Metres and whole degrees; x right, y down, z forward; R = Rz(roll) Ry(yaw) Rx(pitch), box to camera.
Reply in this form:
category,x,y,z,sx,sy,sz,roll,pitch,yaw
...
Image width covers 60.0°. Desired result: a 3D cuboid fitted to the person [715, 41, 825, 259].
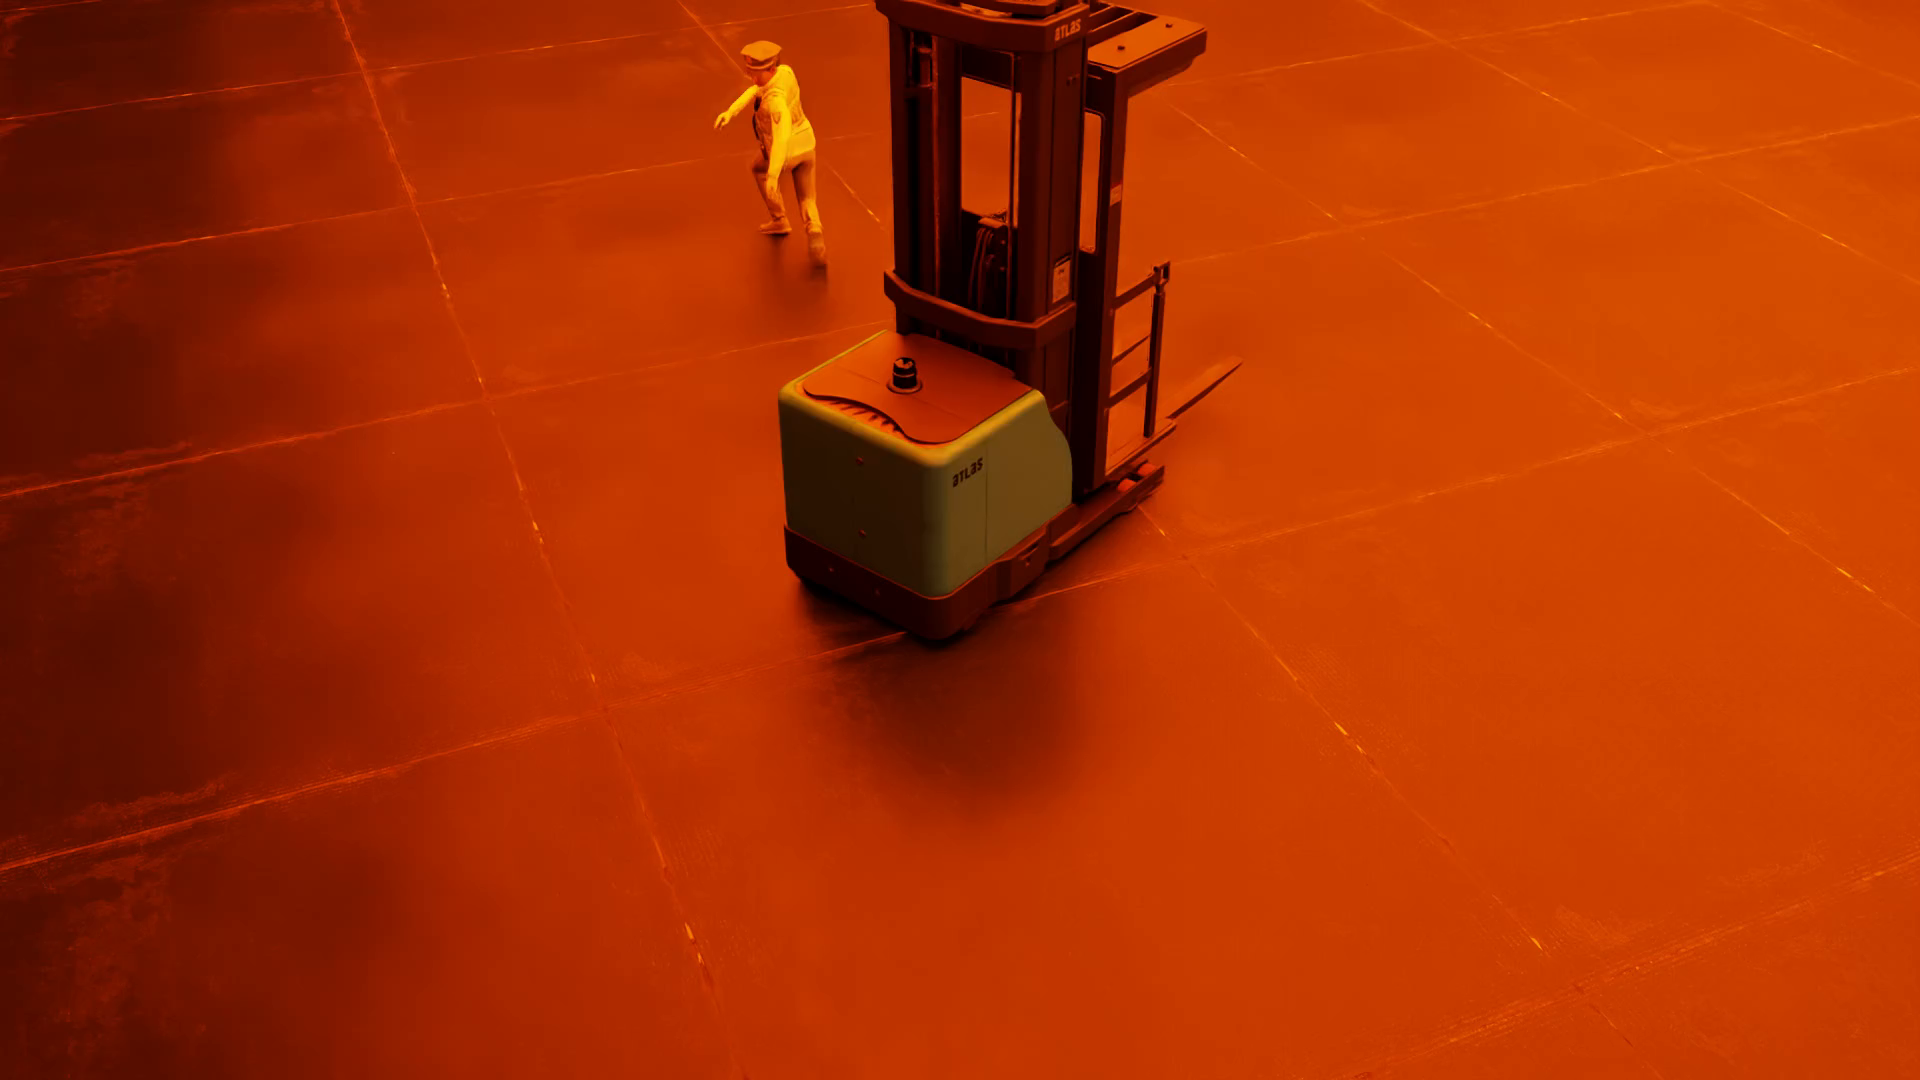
category,x,y,z,sx,sy,sz,roll,pitch,yaw
person,-1.200,-2.587,11.083,0.591,1.441,0.868,-28,44,-33

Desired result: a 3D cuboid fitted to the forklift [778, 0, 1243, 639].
category,x,y,z,sx,sy,sz,roll,pitch,yaw
forklift,0.447,-1.514,8.228,1.130,2.935,3.031,25,42,31
